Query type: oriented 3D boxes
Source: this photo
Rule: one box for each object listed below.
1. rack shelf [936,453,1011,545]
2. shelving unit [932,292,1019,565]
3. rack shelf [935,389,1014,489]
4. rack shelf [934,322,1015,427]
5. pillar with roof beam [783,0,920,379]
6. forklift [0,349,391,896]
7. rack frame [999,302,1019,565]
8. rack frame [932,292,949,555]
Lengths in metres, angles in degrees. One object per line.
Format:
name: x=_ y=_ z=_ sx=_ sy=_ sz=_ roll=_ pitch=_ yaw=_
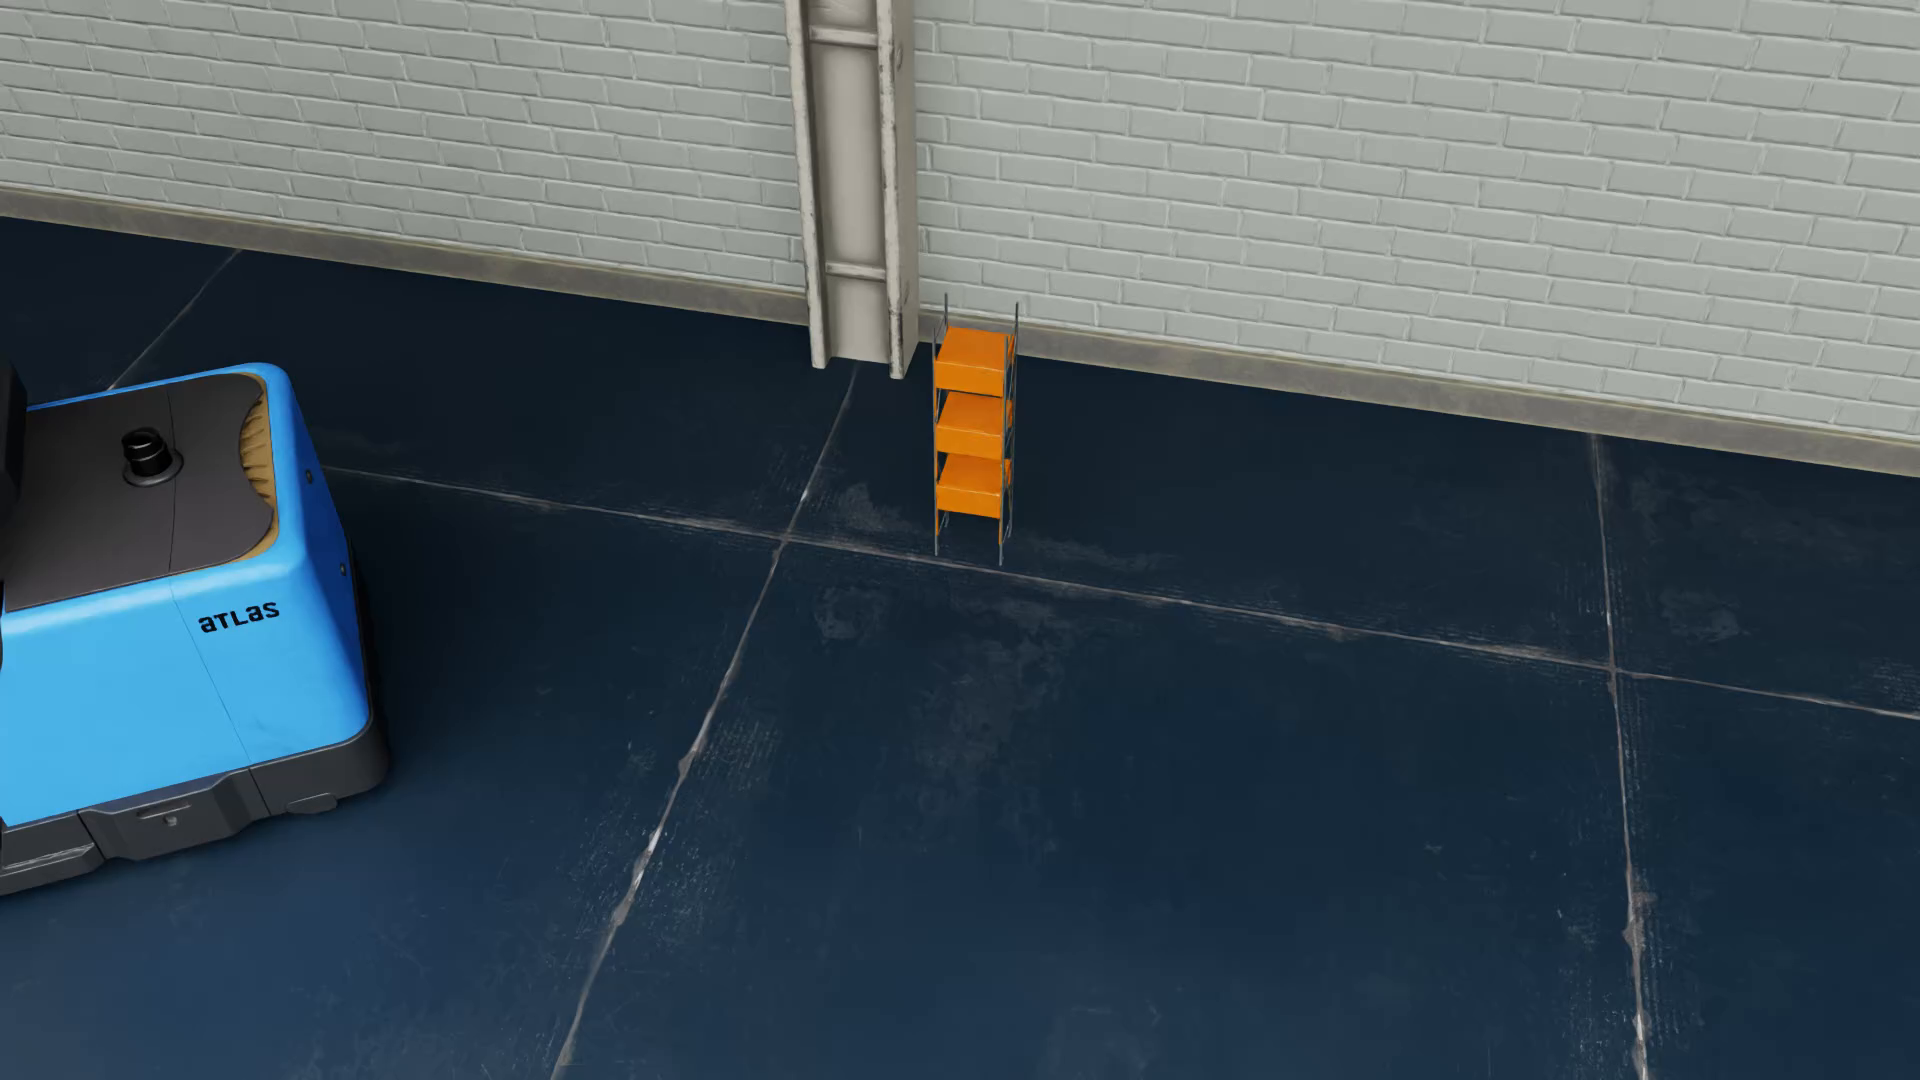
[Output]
rack shelf: x=0.052 y=-0.162 z=6.078 sx=0.240 sy=0.259 sz=0.215 roll=9 pitch=45 yaw=9
shelving unit: x=0.052 y=-0.370 z=5.878 sx=0.252 sy=1.050 sz=0.215 roll=9 pitch=45 yaw=9
rack shelf: x=0.052 y=-0.363 z=5.885 sx=0.240 sy=0.259 sz=0.215 roll=9 pitch=45 yaw=9
rack shelf: x=0.052 y=-0.567 z=5.688 sx=0.240 sy=0.259 sz=0.215 roll=9 pitch=45 yaw=9
pillar with roof beam: x=-1.338 y=-1.133 z=0.938 sx=0.400 sy=9.000 sz=9.100 roll=9 pitch=45 yaw=9
forklift: x=-3.416 y=-0.211 z=4.356 sx=3.031 sy=2.935 sz=1.130 roll=-14 pitch=46 yaw=-14
rack frame: x=0.171 y=-0.352 z=5.858 sx=0.008 sy=1.050 sz=0.200 roll=9 pitch=45 yaw=9
rack frame: x=-0.067 y=-0.389 z=5.897 sx=0.008 sy=1.050 sz=0.200 roll=9 pitch=45 yaw=9
